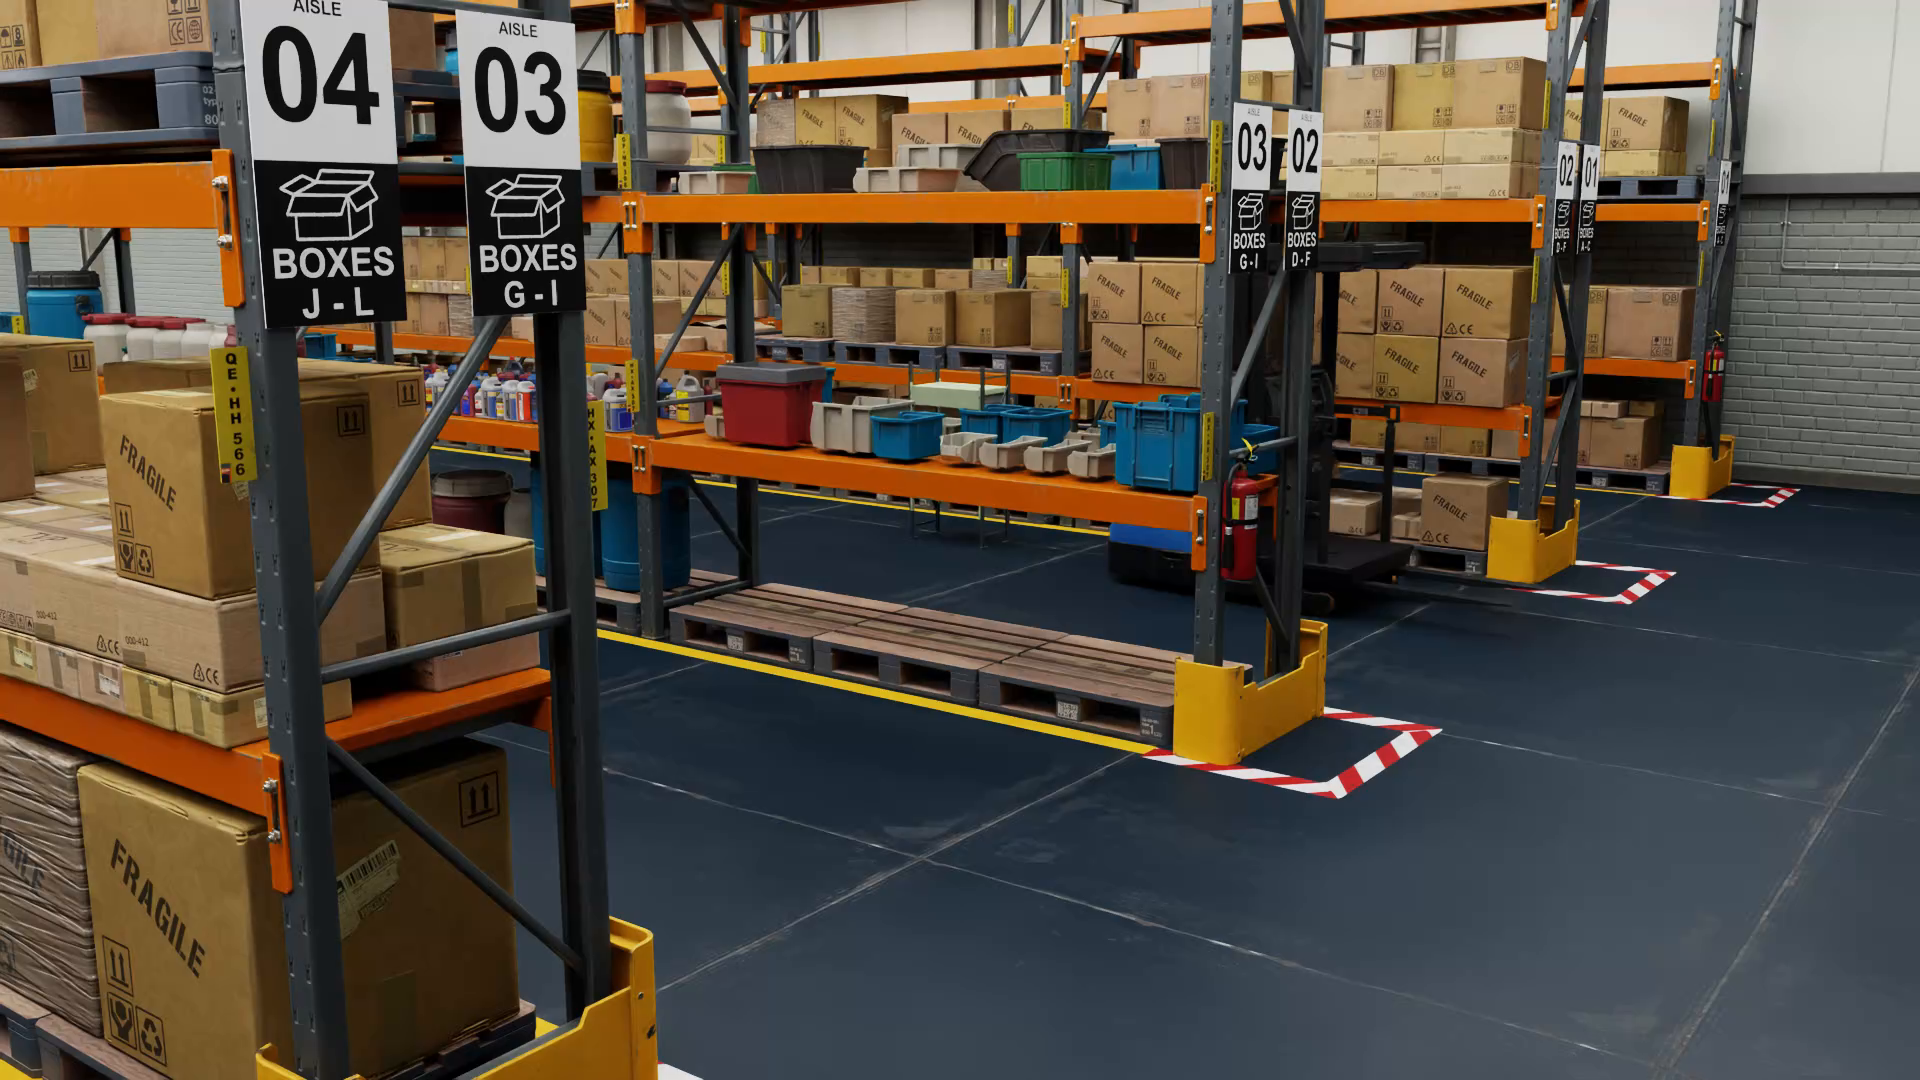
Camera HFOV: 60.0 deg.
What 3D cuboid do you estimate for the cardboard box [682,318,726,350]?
[{"bbox_3d":[-2.609,-2.201,17.745,0.500,0.311,0.500,8,13,35],"label":"cardboard box"}]

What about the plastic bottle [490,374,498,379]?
[{"bbox_3d":[-3.541,-1.161,12.656,0.097,0.201,0.097,0,11,0],"label":"plastic bottle"}]

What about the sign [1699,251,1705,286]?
[{"bbox_3d":[7.042,-2.577,15.783,0.005,0.325,0.100,8,13,36],"label":"sign"}]

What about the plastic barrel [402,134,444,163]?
[{"bbox_3d":[-3.986,-2.870,12.327,0.301,0.262,0.301,0,11,0],"label":"plastic barrel"}]

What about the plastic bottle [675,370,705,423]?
[{"bbox_3d":[-1.838,-0.977,11.311,0.185,0.351,0.144,8,13,36],"label":"plastic bottle"}]

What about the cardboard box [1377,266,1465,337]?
[{"bbox_3d":[3.516,-1.820,12.644,0.500,0.500,0.500,8,14,37],"label":"cardboard box"}]

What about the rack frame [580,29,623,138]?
[{"bbox_3d":[-5.521,-6.718,25.065,0.127,3.000,1.000,8,13,36],"label":"rack frame"}]

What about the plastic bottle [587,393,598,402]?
[{"bbox_3d":[-2.436,-0.864,10.904,0.133,0.283,0.061,8,13,36],"label":"plastic bottle"}]

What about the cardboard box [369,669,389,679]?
[{"bbox_3d":[-1.719,0.305,5.217,0.250,0.149,0.380,8,13,35],"label":"cardboard box"}]

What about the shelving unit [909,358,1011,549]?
[{"bbox_3d":[-0.005,-0.737,13.891,0.755,1.500,0.431,8,13,36],"label":"shelving unit"}]

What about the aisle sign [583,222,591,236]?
[{"bbox_3d":[-5.757,-5.011,25.192,0.004,0.787,0.394,8,13,36],"label":"aisle sign"}]

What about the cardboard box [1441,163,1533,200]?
[{"bbox_3d":[3.875,-2.632,12.234,0.500,0.250,0.500,8,13,36],"label":"cardboard box"}]

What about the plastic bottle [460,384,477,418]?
[{"bbox_3d":[-3.432,-1.003,11.622,0.133,0.283,0.061,8,13,36],"label":"plastic bottle"}]

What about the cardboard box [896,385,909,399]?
[{"bbox_3d":[-0.448,-2.062,22.216,0.500,0.500,0.700,8,13,35],"label":"cardboard box"}]

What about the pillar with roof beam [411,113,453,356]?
[{"bbox_3d":[-11.829,-6.788,25.423,0.548,9.000,9.100,8,13,36],"label":"pillar with roof beam"}]

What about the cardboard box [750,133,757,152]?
[{"bbox_3d":[-2.862,-5.361,22.995,0.500,0.500,0.500,7,13,31],"label":"cardboard box"}]

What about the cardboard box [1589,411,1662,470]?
[{"bbox_3d":[6.751,-1.016,16.862,0.500,0.500,0.700,8,13,36],"label":"cardboard box"}]

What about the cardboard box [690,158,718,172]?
[{"bbox_3d":[-2.401,-3.762,16.972,0.500,0.250,0.500,7,13,31],"label":"cardboard box"}]

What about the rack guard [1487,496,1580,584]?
[{"bbox_3d":[4.384,0.003,12.696,0.348,0.500,1.175,8,13,36],"label":"rack guard"}]

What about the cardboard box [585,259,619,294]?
[{"bbox_3d":[-5.314,-3.978,25.061,0.500,0.500,0.500,8,14,36],"label":"cardboard box"}]

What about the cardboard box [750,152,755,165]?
[{"bbox_3d":[-1.631,-3.593,16.542,0.500,0.500,0.910,8,13,36],"label":"cardboard box"}]

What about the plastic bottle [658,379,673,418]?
[{"bbox_3d":[-2.046,-0.987,11.571,0.097,0.271,0.097,0,11,0],"label":"plastic bottle"}]

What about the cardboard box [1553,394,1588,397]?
[{"bbox_3d":[6.360,-1.436,17.325,0.250,0.149,0.380,8,14,36],"label":"cardboard box"}]

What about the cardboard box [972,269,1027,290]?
[{"bbox_3d":[0.542,-3.190,21.200,0.500,0.500,0.700,6,13,29],"label":"cardboard box"}]

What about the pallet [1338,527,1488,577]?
[{"bbox_3d":[3.741,0.056,13.186,1.213,0.211,1.003,8,13,36],"label":"pallet"}]

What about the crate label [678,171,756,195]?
[{"bbox_3d":[-1.490,-2.151,10.048,0.466,0.136,0.293,8,13,36],"label":"crate label"}]

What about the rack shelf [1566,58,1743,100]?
[{"bbox_3d":[5.763,-4.595,17.035,4.000,0.370,1.077,8,13,36],"label":"rack shelf"}]

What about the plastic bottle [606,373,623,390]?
[{"bbox_3d":[-2.472,-1.056,11.899,0.133,0.283,0.061,8,13,36],"label":"plastic bottle"}]

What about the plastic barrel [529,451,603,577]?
[{"bbox_3d":[-2.712,-0.226,11.722,0.708,0.901,0.600,8,13,36],"label":"plastic barrel"}]

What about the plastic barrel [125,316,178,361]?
[{"bbox_3d":[-6.929,-1.650,14.302,0.433,0.535,0.433,0,11,0],"label":"plastic barrel"}]

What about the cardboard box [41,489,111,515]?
[{"bbox_3d":[-2.898,-0.039,5.947,0.500,0.250,0.500,8,13,34],"label":"cardboard box"}]

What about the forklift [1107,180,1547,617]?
[{"bbox_3d":[2.565,-1.030,11.635,3.031,2.935,1.130,9,14,38],"label":"forklift"}]

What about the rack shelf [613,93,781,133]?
[{"bbox_3d":[-3.909,-6.139,23.971,4.000,0.370,1.077,8,13,36],"label":"rack shelf"}]

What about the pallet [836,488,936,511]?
[{"bbox_3d":[-0.444,-0.519,16.155,1.213,0.211,1.003,8,13,36],"label":"pallet"}]

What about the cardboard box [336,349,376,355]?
[{"bbox_3d":[-7.842,-2.224,21.786,0.500,0.500,0.500,8,13,36],"label":"cardboard box"}]

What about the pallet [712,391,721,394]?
[{"bbox_3d":[-2.860,-2.024,23.937,1.213,0.211,1.003,8,13,36],"label":"pallet"}]

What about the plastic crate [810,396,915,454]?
[{"bbox_3d":[-0.592,-0.679,9.794,0.530,0.282,0.437,8,13,36],"label":"plastic crate"}]

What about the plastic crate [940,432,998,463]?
[{"bbox_3d":[0.033,-0.514,9.327,0.250,0.136,0.298,8,13,36],"label":"plastic crate"}]

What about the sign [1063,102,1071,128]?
[{"bbox_3d":[0.896,-3.500,13.926,0.005,0.325,0.100,8,13,36],"label":"sign"}]

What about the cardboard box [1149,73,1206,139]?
[{"bbox_3d":[1.955,-3.551,13.694,0.500,0.500,0.700,8,13,36],"label":"cardboard box"}]

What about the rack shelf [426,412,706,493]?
[{"bbox_3d":[-3.325,-0.779,12.052,4.000,0.370,1.077,8,13,36],"label":"rack shelf"}]

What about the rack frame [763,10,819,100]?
[{"bbox_3d":[-2.297,-6.269,22.740,0.127,3.000,1.000,8,13,36],"label":"rack frame"}]

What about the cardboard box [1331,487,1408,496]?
[{"bbox_3d":[3.369,-0.298,13.755,0.500,0.250,0.500,8,13,36],"label":"cardboard box"}]

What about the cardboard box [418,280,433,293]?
[{"bbox_3d":[-6.195,-3.016,19.753,0.250,0.149,0.380,8,13,35],"label":"cardboard box"}]

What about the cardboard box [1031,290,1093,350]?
[{"bbox_3d":[0.972,-2.008,15.142,0.500,0.500,0.700,3,11,16],"label":"cardboard box"}]

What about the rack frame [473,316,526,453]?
[{"bbox_3d":[-5.226,-2.564,19.388,0.127,3.000,1.000,8,13,36],"label":"rack frame"}]

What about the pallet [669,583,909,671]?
[{"bbox_3d":[-1.098,0.539,10.690,1.213,0.211,1.003,8,13,36],"label":"pallet"}]

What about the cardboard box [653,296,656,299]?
[{"bbox_3d":[-4.482,-3.491,24.521,0.500,0.250,0.500,8,13,35],"label":"cardboard box"}]

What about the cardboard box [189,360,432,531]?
[{"bbox_3d":[-2.051,-0.291,5.275,0.500,0.500,0.500,8,13,34],"label":"cardboard box"}]

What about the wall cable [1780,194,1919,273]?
[{"bbox_3d":[8.967,-2.474,16.245,1.851,1.984,0.084,8,13,36],"label":"wall cable"}]

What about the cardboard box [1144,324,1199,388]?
[{"bbox_3d":[1.886,-1.558,13.923,0.500,0.500,0.500,8,14,37],"label":"cardboard box"}]

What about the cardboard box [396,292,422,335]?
[{"bbox_3d":[-6.419,-2.778,20.227,0.500,0.500,0.700,8,14,36],"label":"cardboard box"}]

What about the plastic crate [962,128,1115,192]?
[{"bbox_3d":[0.442,-2.113,9.323,0.767,0.338,0.504,8,13,36],"label":"plastic crate"}]

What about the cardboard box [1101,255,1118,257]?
[{"bbox_3d":[1.861,-3.377,20.513,0.500,0.250,0.500,7,13,34],"label":"cardboard box"}]

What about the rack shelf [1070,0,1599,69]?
[{"bbox_3d":[2.834,-4.031,13.076,4.000,0.370,1.077,8,13,36],"label":"rack shelf"}]

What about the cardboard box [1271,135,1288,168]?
[{"bbox_3d":[2.670,-3.047,13.062,0.500,0.250,0.500,8,13,36],"label":"cardboard box"}]

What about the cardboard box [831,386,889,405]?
[{"bbox_3d":[-1.062,-1.397,16.801,0.500,0.250,0.500,9,14,38],"label":"cardboard box"}]
